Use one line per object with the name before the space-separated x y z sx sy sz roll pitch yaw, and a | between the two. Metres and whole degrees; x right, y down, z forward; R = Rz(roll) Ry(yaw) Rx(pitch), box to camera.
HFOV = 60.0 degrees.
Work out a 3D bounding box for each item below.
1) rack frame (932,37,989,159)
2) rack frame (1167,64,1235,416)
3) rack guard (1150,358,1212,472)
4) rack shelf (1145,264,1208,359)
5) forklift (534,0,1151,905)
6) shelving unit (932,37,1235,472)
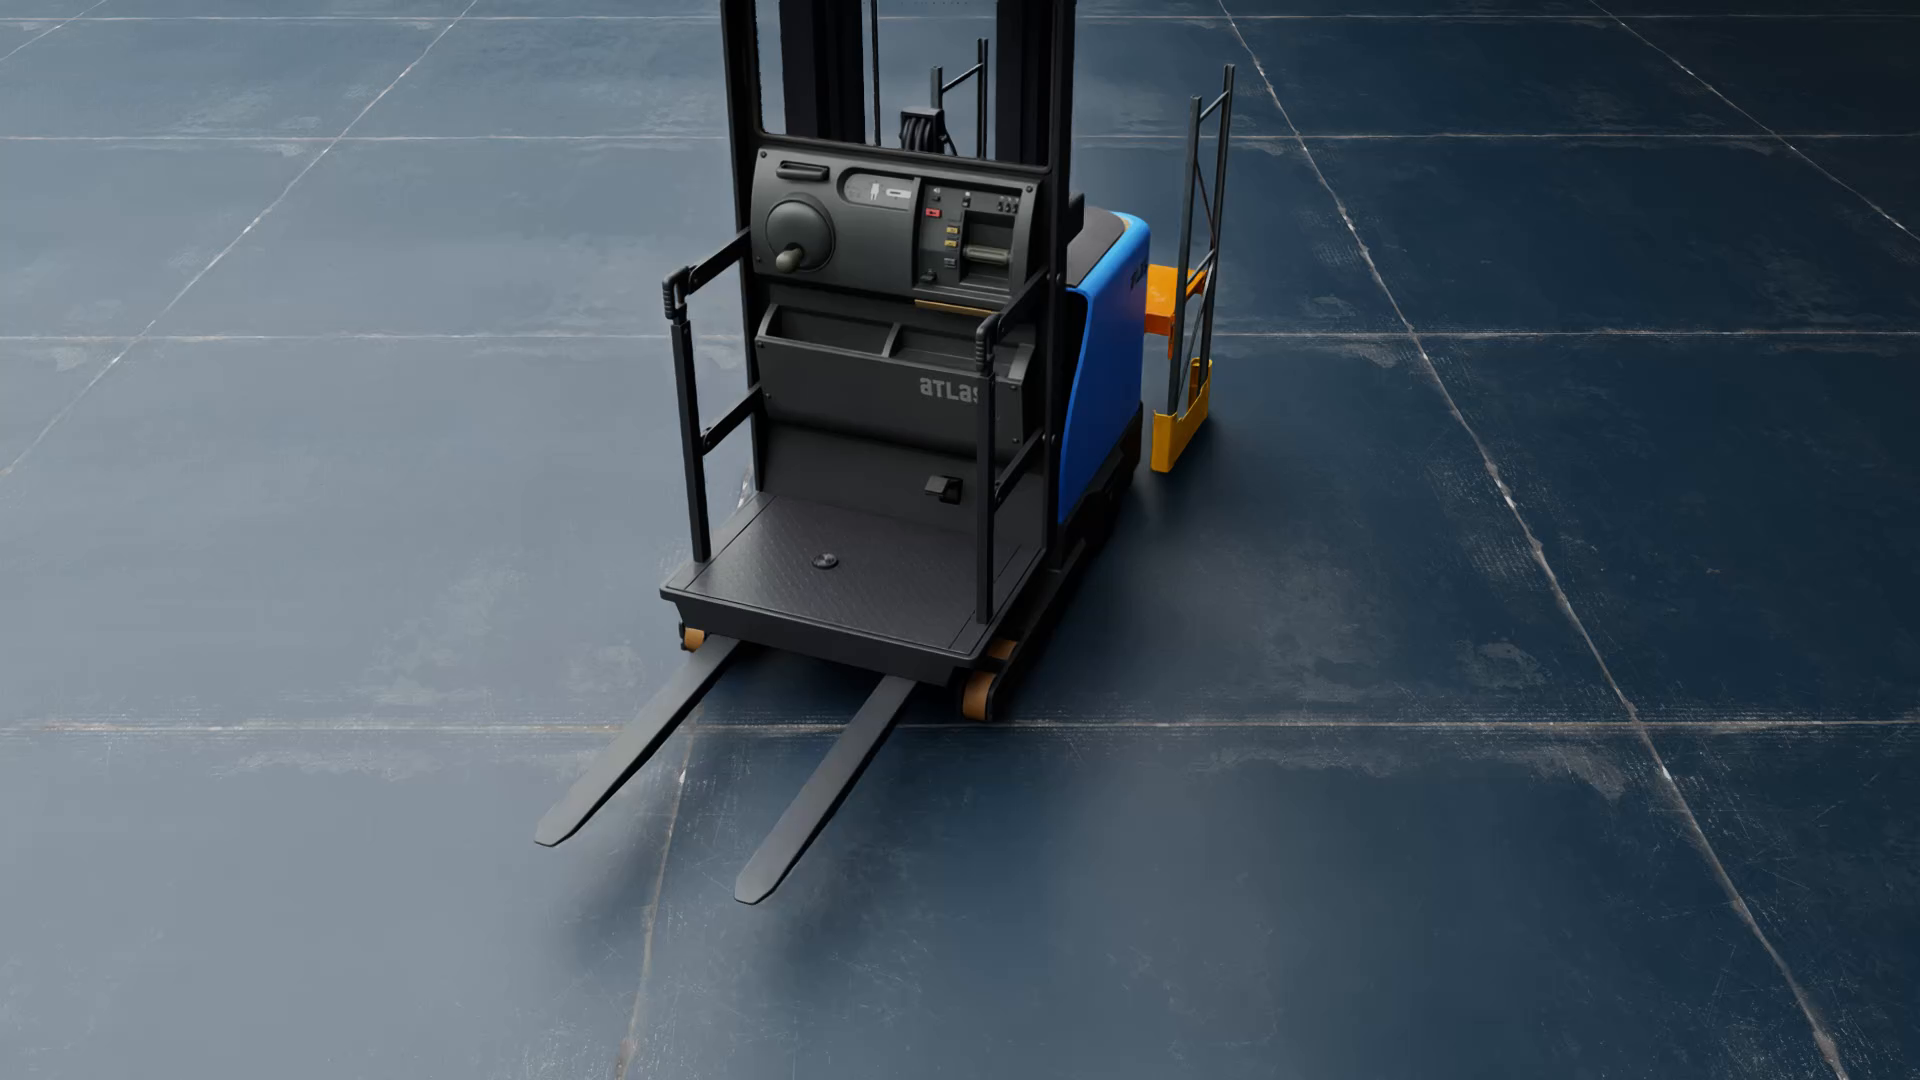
rack frame | 0.001 -1.263 6.881 0.032 1.500 0.500 13 33 20
rack frame | 0.936 -1.055 6.539 0.032 1.500 0.500 13 33 20
rack guard | 0.915 -0.522 6.865 0.087 0.250 0.587 13 33 20
rack shelf | 0.468 -1.005 6.802 1.000 0.185 0.538 13 33 20
forklift | -0.289 -0.919 4.940 1.130 2.935 3.031 11 33 18
shelving unit | 0.460 -1.161 6.713 1.083 1.500 0.587 13 33 20
